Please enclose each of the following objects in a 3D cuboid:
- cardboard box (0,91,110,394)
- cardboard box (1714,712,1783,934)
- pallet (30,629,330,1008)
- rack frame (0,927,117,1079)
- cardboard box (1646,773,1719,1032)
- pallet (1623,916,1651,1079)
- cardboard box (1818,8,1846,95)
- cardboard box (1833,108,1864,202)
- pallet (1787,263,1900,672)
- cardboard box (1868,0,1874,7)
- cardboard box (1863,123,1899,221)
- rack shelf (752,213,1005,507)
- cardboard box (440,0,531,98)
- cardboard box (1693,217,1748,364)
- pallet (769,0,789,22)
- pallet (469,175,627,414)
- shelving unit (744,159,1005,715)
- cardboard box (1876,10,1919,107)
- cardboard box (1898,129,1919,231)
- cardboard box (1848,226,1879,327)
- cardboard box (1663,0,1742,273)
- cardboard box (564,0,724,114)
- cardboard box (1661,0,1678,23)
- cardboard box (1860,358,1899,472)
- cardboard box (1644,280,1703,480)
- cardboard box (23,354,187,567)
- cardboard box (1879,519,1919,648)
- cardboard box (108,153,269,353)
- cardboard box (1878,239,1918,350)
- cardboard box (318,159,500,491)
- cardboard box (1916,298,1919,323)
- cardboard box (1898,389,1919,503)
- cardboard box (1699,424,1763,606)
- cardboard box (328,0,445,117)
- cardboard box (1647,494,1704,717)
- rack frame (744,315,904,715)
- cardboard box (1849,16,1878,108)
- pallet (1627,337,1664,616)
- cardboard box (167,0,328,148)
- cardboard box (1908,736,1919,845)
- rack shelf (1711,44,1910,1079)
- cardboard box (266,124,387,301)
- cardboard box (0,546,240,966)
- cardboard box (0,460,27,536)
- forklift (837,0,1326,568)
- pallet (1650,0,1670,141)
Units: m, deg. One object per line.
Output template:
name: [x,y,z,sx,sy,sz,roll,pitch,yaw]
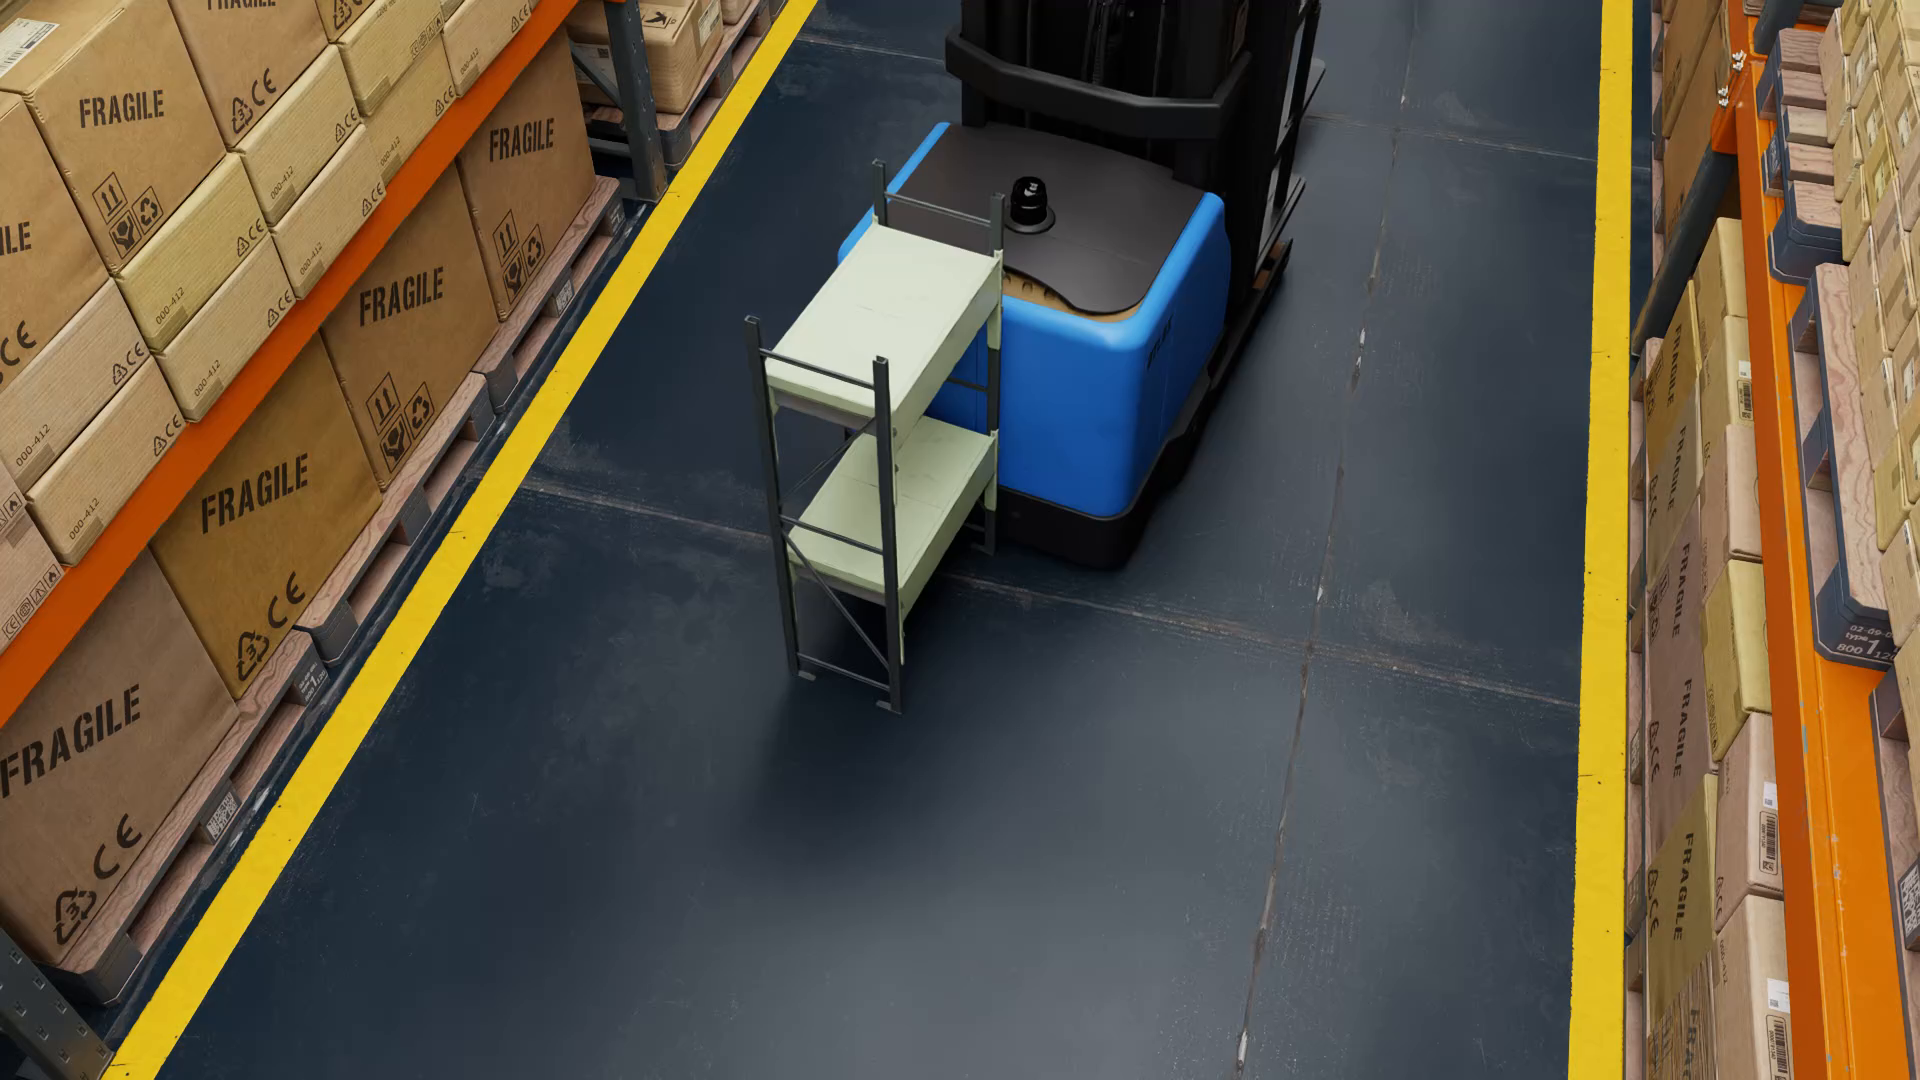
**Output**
cardboard box: [-2.289,-0.647,3.587,0.500,0.500,0.500,11,50,10]
cardboard box: [2.113,0.738,3.985,0.500,0.250,0.500,14,50,12]
pallet: [-2.659,0.701,4.990,1.003,0.211,1.213,12,50,10]
rack frame: [-2.789,0.352,3.439,1.000,3.000,0.127,12,50,10]
cardboard box: [2.100,0.988,4.265,0.500,0.500,0.500,11,49,9]
pallet: [2.216,1.615,4.184,1.003,0.211,1.213,12,50,10]
cardboard box: [2.753,-1.410,4.881,0.380,0.149,0.250,11,49,10]
cardboard box: [2.612,-1.021,4.538,0.380,0.149,0.250,14,50,12]
pallet: [2.584,-0.134,3.996,1.003,0.211,1.213,12,50,10]
cardboard box: [2.756,-1.591,4.645,0.380,0.149,0.250,12,50,10]
cardboard box: [2.542,-0.909,4.241,0.380,0.149,0.250,12,50,10]
rack shelf: [-0.214,-0.519,4.687,0.431,0.370,0.720,19,51,16]
cardboard box: [-1.739,-1.702,5.352,0.500,0.250,0.500,12,50,11]
cardboard box: [2.650,-0.747,5.295,0.500,0.250,0.500,10,49,8]
pallet: [-1.206,-3.063,8.313,1.003,0.211,1.213,12,50,10]
pallet: [-2.017,-1.063,6.548,1.003,0.211,1.213,12,50,10]
shelving unit: [-0.214,-0.261,4.980,0.431,1.500,0.755,19,51,16]
cardboard box: [2.620,-1.223,4.319,0.380,0.149,0.250,11,50,10]
cardboard box: [2.480,-0.836,3.977,0.380,0.149,0.250,14,50,12]
cardboard box: [2.474,-0.632,4.195,0.380,0.149,0.250,13,50,11]
cardboard box: [3.313,-1.455,6.254,1.050,0.750,0.750,11,49,10]
cardboard box: [-1.578,-2.218,7.179,0.950,0.372,0.625,9,49,7]
cardboard box: [3.784,-2.762,7.407,1.050,0.750,0.750,12,50,10]
cardboard box: [2.336,-0.263,3.869,0.380,0.149,0.250,10,49,9]
cardboard box: [2.633,-0.488,5.567,0.500,0.500,0.500,10,49,8]
cardboard box: [-2.284,-0.239,4.061,0.500,0.250,0.500,10,49,9]
cardboard box: [2.195,0.122,3.529,0.380,0.149,0.250,10,49,8]
cardboard box: [-2.133,-0.769,4.195,0.500,0.250,0.500,12,50,11]
cardboard box: [2.407,-0.550,3.924,0.380,0.149,0.250,11,50,10]
cardboard box: [-2.237,-0.850,5.637,0.875,0.875,0.875,12,50,10]
cardboard box: [2.343,-0.464,3.649,0.380,0.149,0.250,11,49,10]
cardboard box: [2.270,-0.180,3.597,0.380,0.149,0.250,12,50,10]
cardboard box: [2.374,-0.025,4.658,0.500,0.250,0.500,12,50,10]
cardboard box: [-1.865,-1.511,4.850,0.500,0.250,0.500,10,49,9]
cardboard box: [2.374,0.248,4.917,0.500,0.500,0.500,10,49,9]
rack frame: [-0.365,-0.011,4.759,0.400,1.500,0.023,19,51,16]
cardboard box: [2.675,-1.286,4.573,0.380,0.149,0.250,14,50,12]
pallet: [2.858,-0.150,5.742,1.003,0.211,1.213,12,50,10]
cardboard box: [-2.025,-1.385,4.238,0.500,0.500,0.500,11,49,9]
cardboard box: [2.061,0.505,3.191,0.380,0.149,0.250,11,50,10]
rack shelf: [2.539,0.047,4.188,1.077,0.370,4.000,12,50,10]
cardboard box: [-1.993,-0.967,4.703,0.500,0.250,0.500,11,49,9]
cardboard box: [-2.703,0.452,4.488,0.875,0.875,0.875,13,50,11]
cardboard box: [-2.402,-0.027,3.540,0.500,0.250,0.500,10,49,9]
forklift: [0.673,-1.999,5.560,1.130,2.935,3.031,19,51,16]
pallet: [3.669,-2.150,7.507,1.003,0.211,1.213,12,50,10]
